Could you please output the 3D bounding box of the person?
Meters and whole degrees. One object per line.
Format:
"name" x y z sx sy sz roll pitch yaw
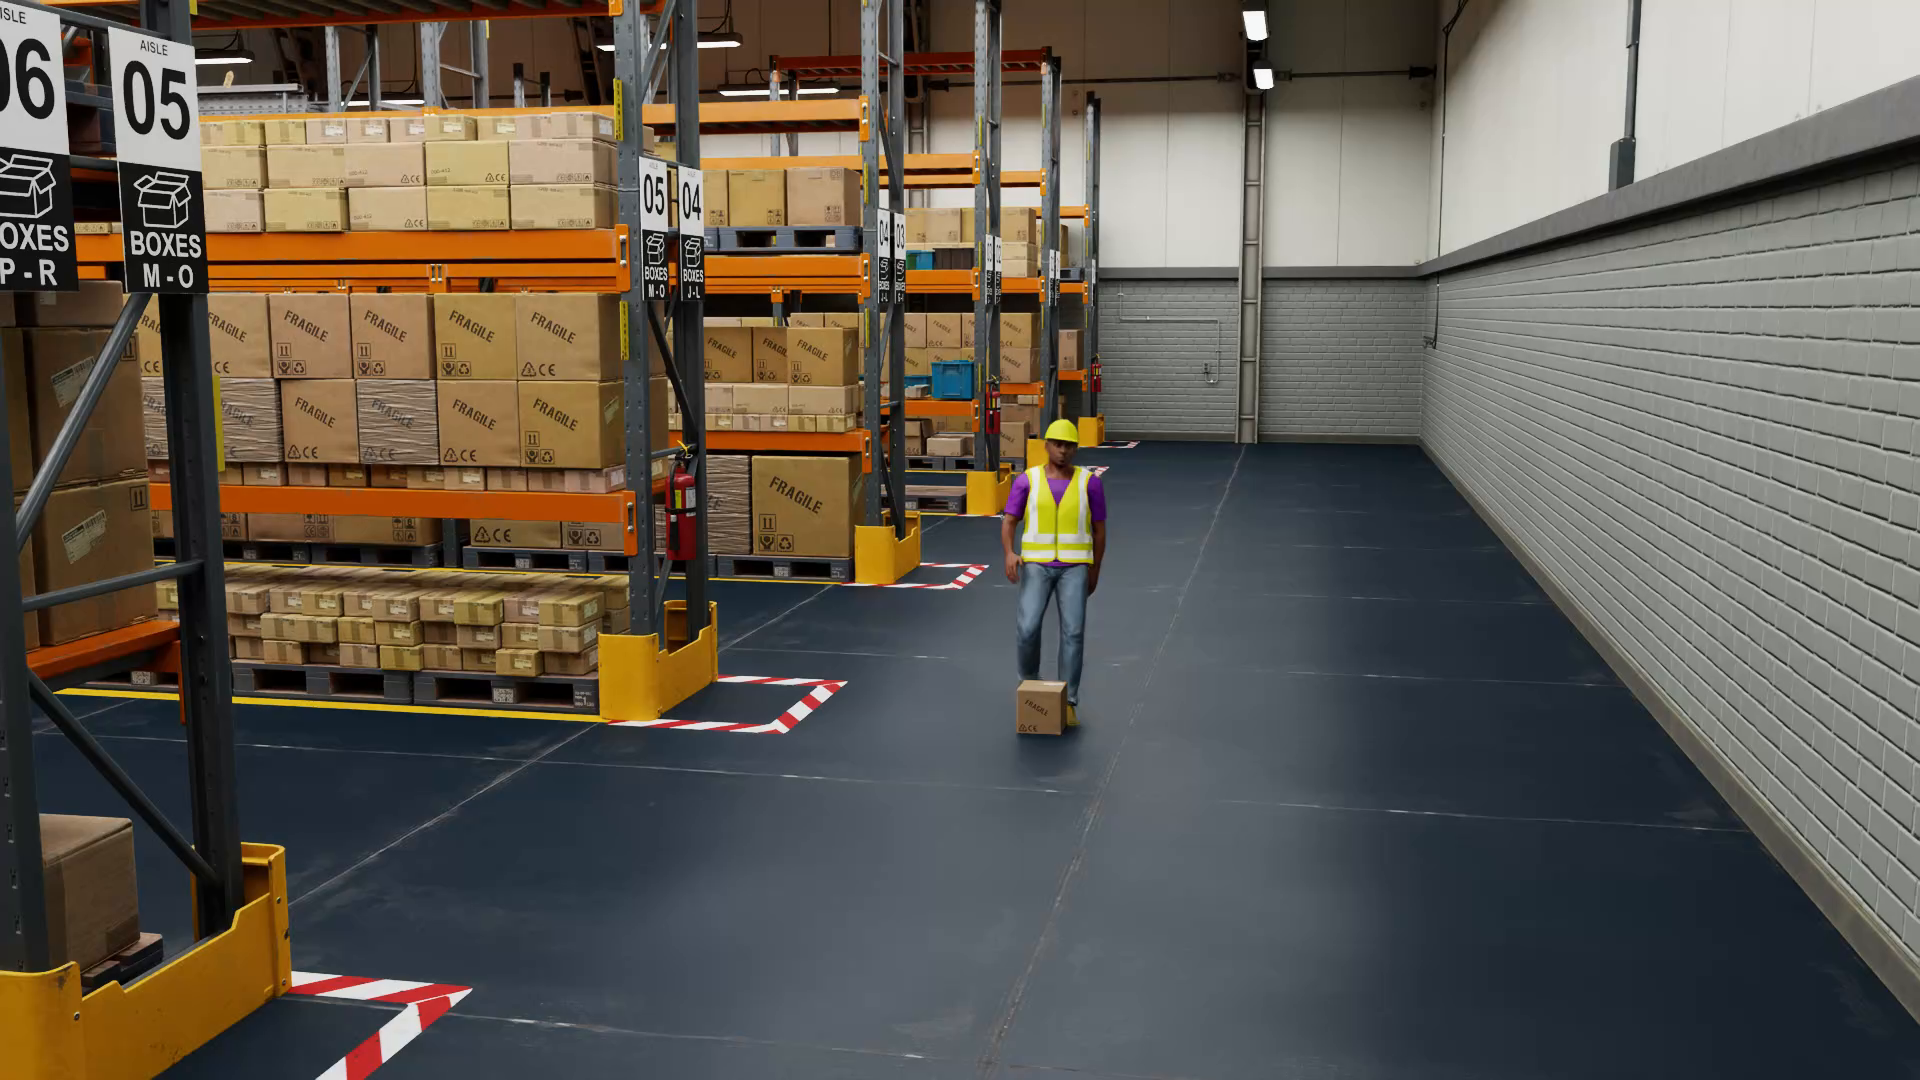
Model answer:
"person" 0.551 0.184 9.694 0.626 1.750 0.655 0 8 3
